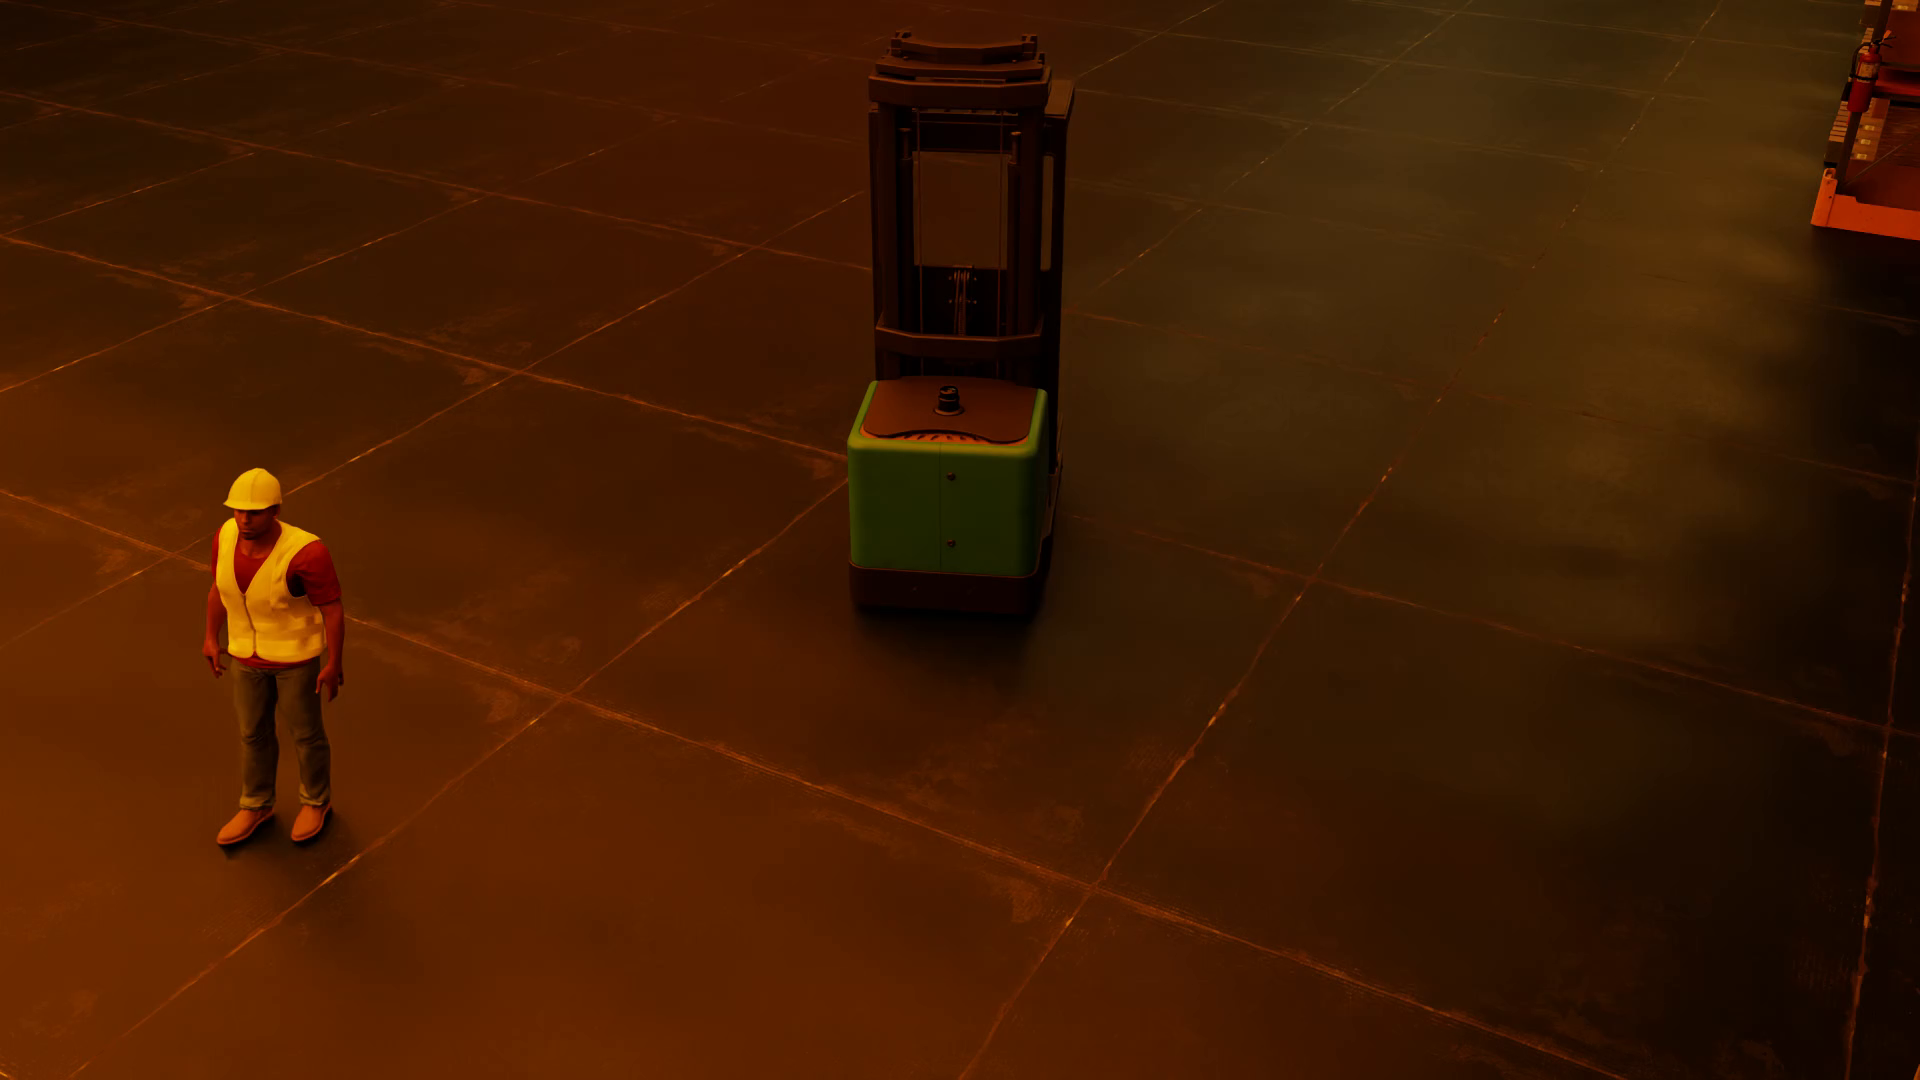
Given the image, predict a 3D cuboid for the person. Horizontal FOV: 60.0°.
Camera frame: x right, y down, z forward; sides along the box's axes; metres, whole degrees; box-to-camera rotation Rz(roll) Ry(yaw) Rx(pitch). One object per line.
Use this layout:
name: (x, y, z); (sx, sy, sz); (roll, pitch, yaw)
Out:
person: (-3.038, 0.534, 7.299); (0.665, 1.767, 0.570); (7, 31, 12)

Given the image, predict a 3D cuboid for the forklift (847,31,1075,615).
forklift: (0.072, -1.572, 9.794); (1.130, 2.935, 3.031); (3, 30, 6)
